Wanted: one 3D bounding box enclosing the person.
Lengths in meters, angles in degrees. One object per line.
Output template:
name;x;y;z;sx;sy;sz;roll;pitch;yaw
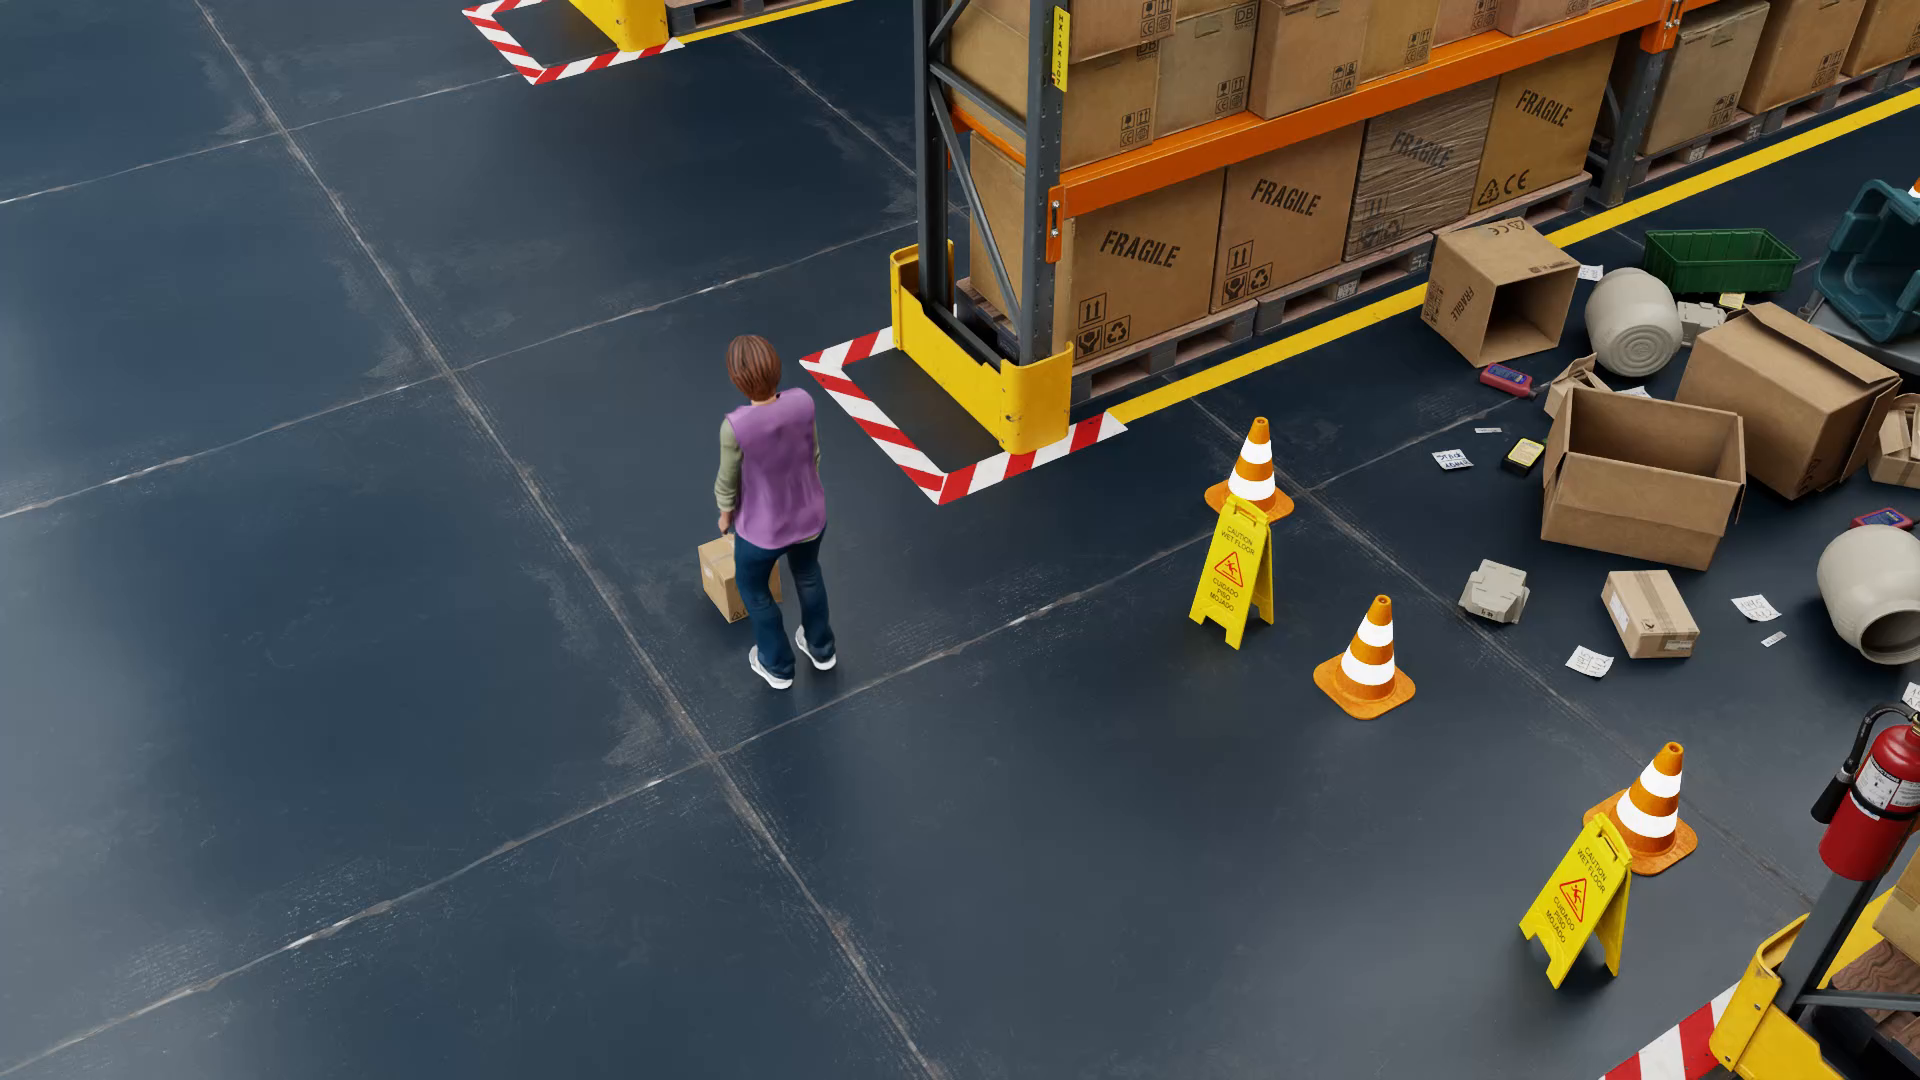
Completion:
person;-0.692;-0.012;6.299;0.420;1.299;0.309;-22;46;-23
